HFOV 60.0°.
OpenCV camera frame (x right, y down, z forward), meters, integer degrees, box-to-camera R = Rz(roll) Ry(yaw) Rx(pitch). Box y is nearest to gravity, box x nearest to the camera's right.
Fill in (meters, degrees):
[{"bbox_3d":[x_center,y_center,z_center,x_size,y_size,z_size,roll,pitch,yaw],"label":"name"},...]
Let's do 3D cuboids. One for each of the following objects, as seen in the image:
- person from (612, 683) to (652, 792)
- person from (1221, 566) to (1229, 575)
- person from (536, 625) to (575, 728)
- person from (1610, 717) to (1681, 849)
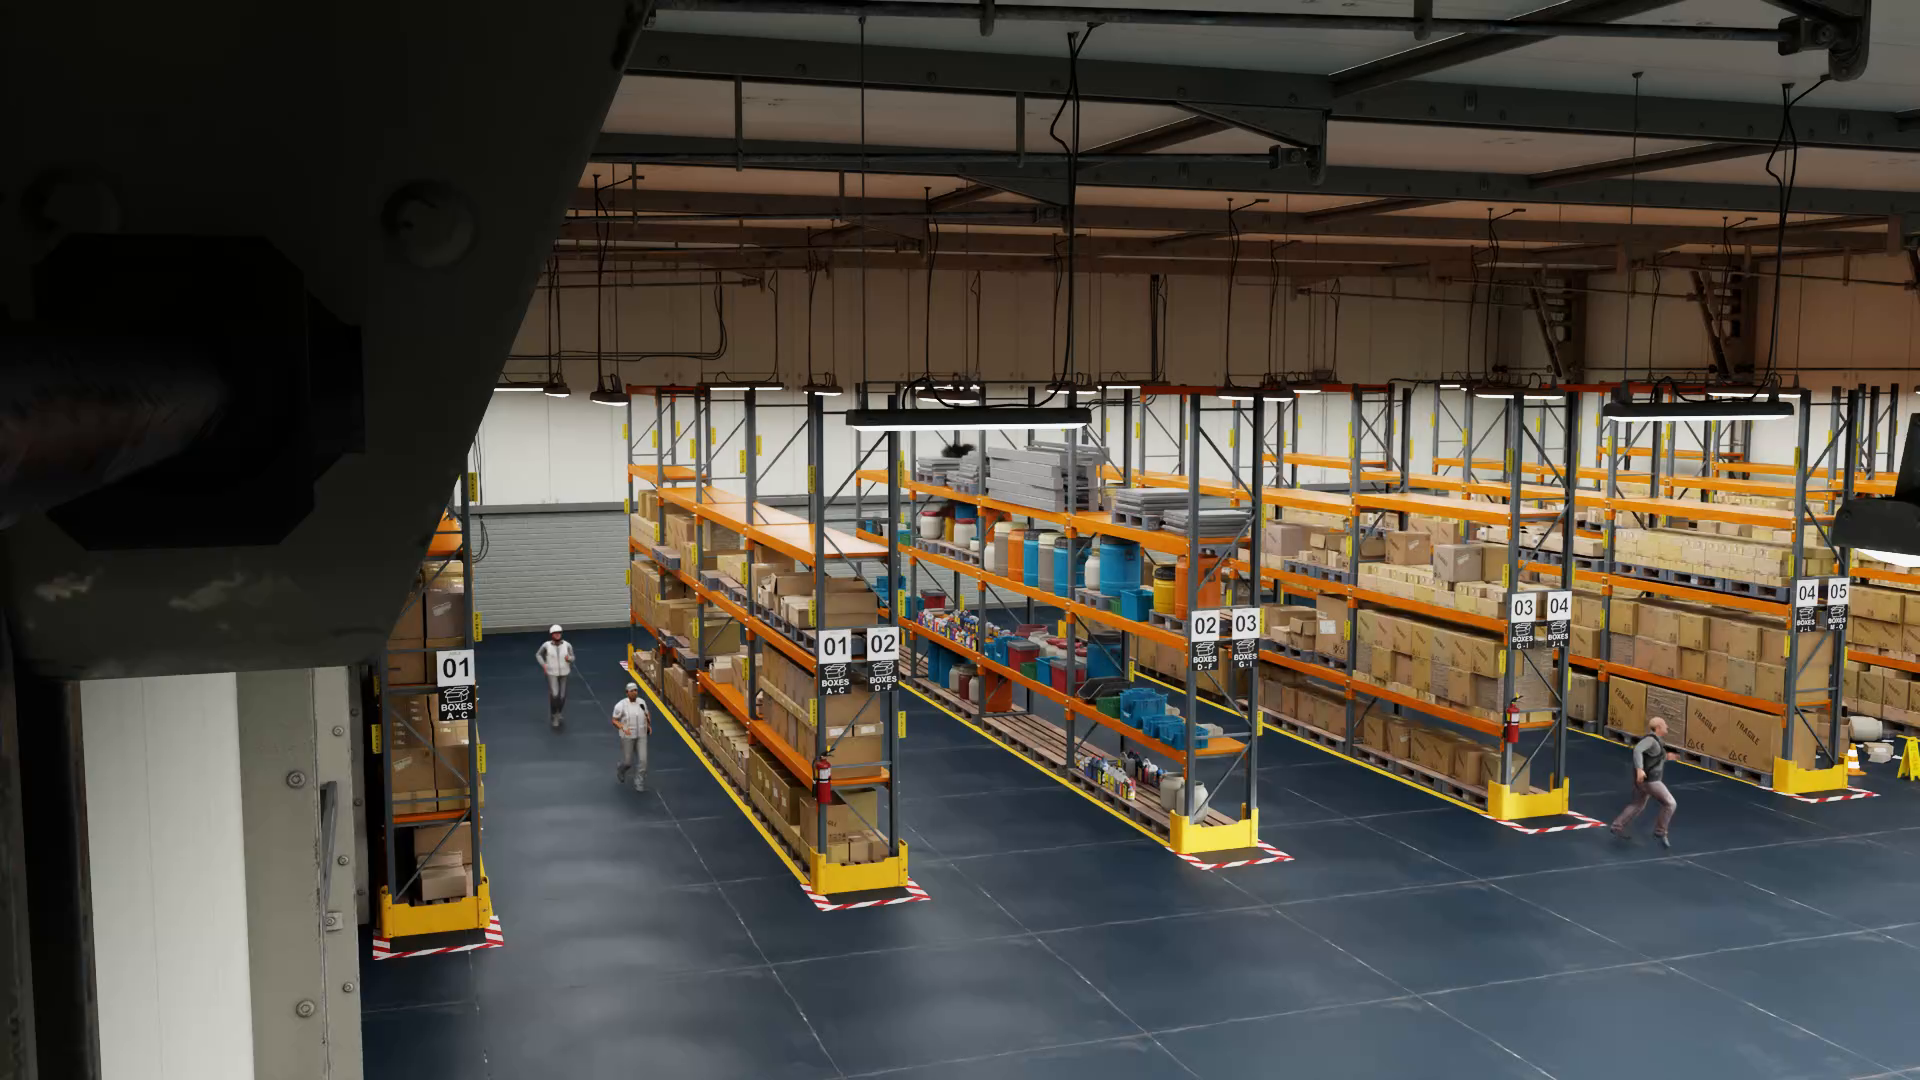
[{"bbox_3d":[-4.920,2.952,25.023,0.610,1.604,0.632,-4,7,-31],"label":"person"},{"bbox_3d":[6.189,1.301,40.093,0.723,1.795,0.858,4,7,33],"label":"person"},{"bbox_3d":[-7.143,2.415,29.509,0.638,1.820,0.706,-3,7,-28],"label":"person"},{"bbox_3d":[9.085,3.213,22.028,0.847,1.758,0.679,2,6,15],"label":"person"}]
